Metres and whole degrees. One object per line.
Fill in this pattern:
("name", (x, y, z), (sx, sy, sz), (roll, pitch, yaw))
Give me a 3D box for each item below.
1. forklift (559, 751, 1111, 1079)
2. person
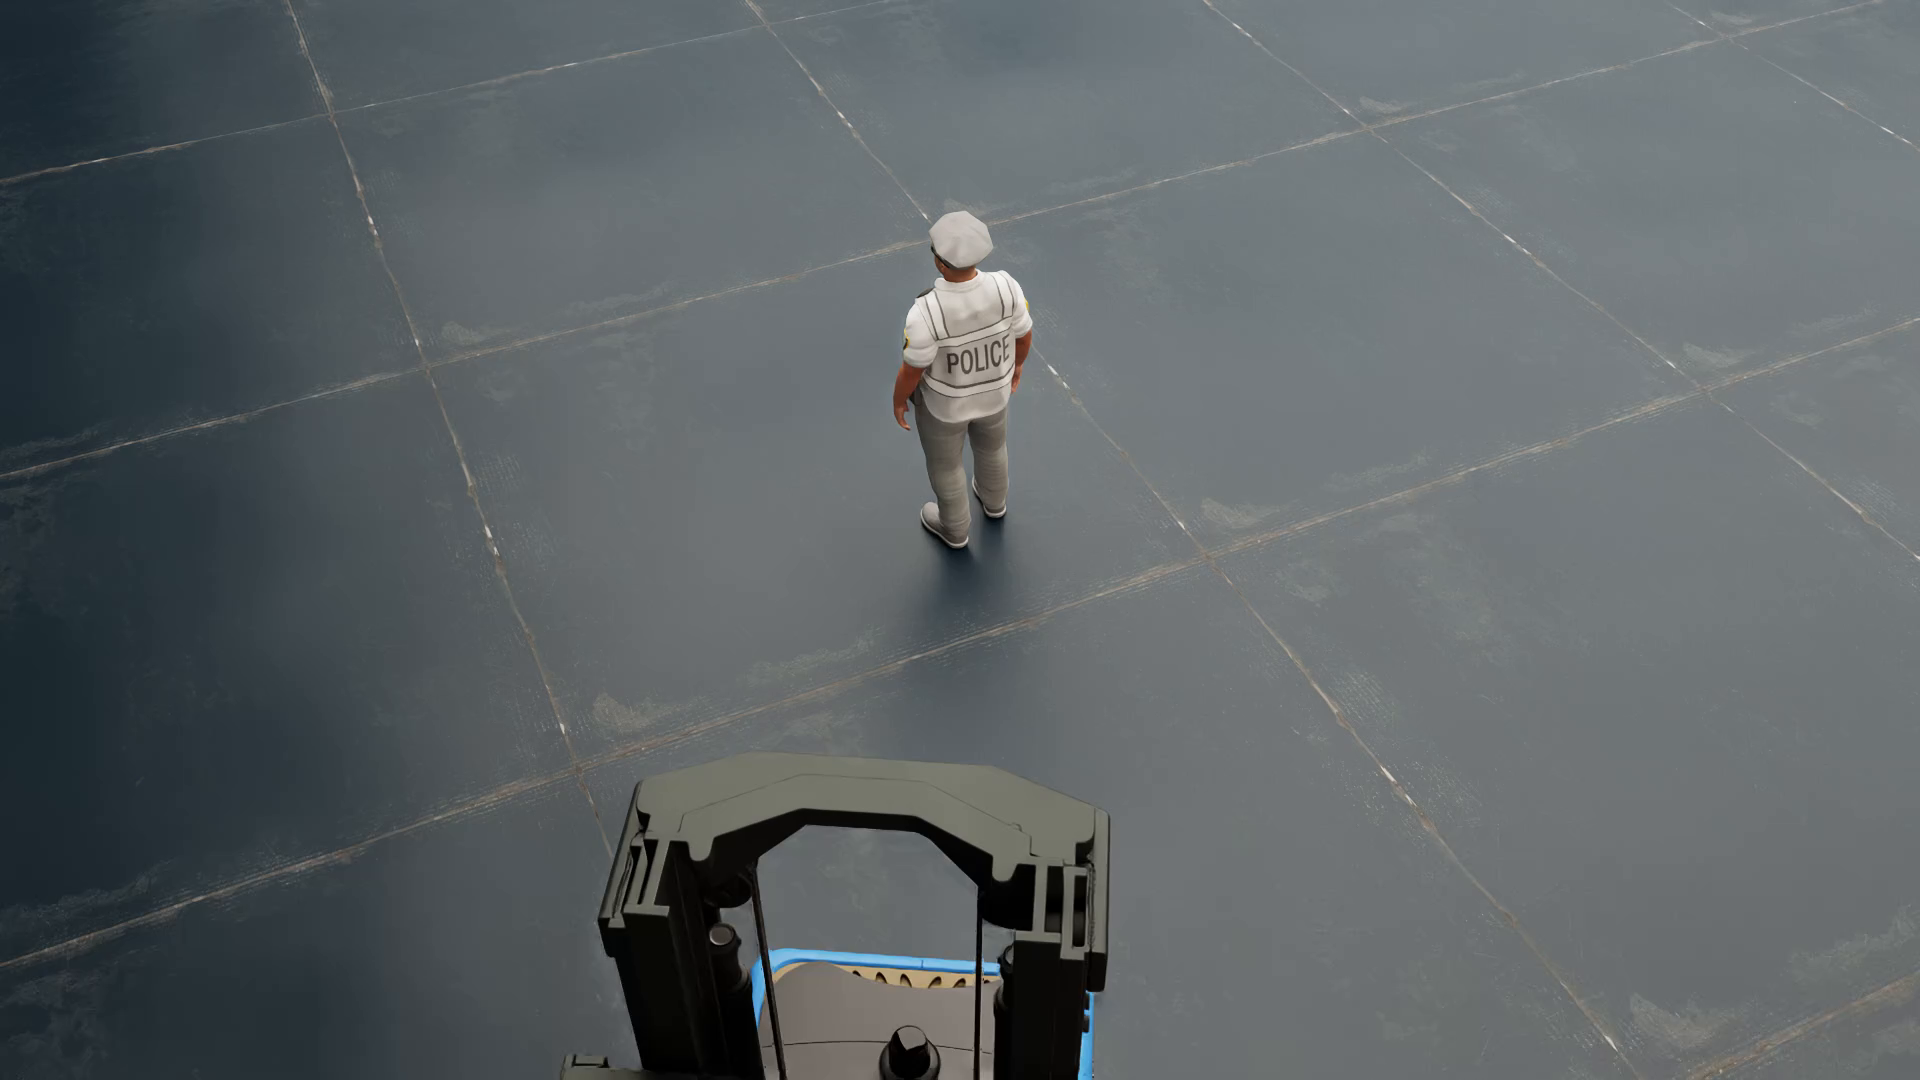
("forklift", (-0.231, 1.957, 3.583), (1.130, 2.935, 3.031), (3, 43, 3))
("person", (-0.023, -0.709, 7.270), (0.641, 1.781, 0.574), (-18, 46, -18))
